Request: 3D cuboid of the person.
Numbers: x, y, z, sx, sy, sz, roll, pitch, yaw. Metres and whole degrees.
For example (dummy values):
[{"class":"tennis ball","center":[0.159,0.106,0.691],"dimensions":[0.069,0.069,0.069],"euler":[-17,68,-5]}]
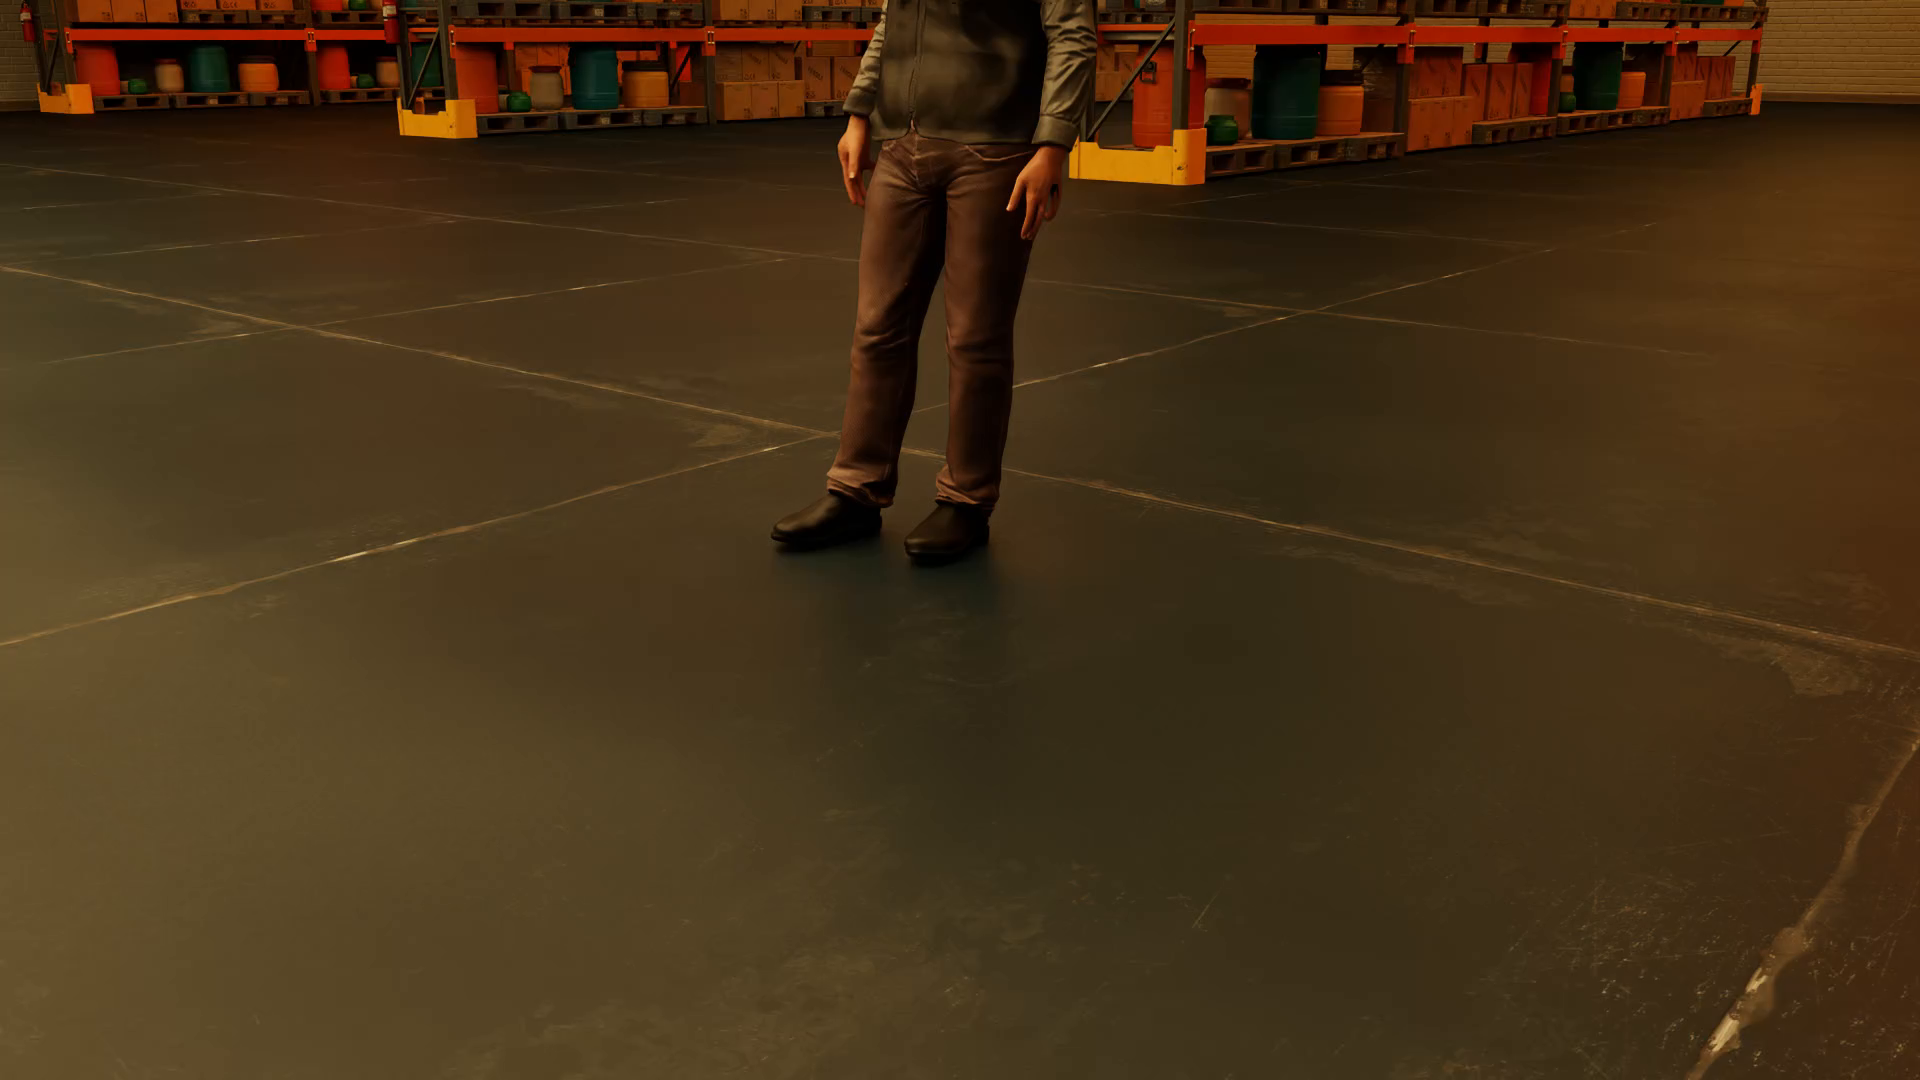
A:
[{"class":"person","center":[-0.047,-0.817,3.646],"dimensions":[0.633,1.722,0.562],"euler":[13,21,37]}]
